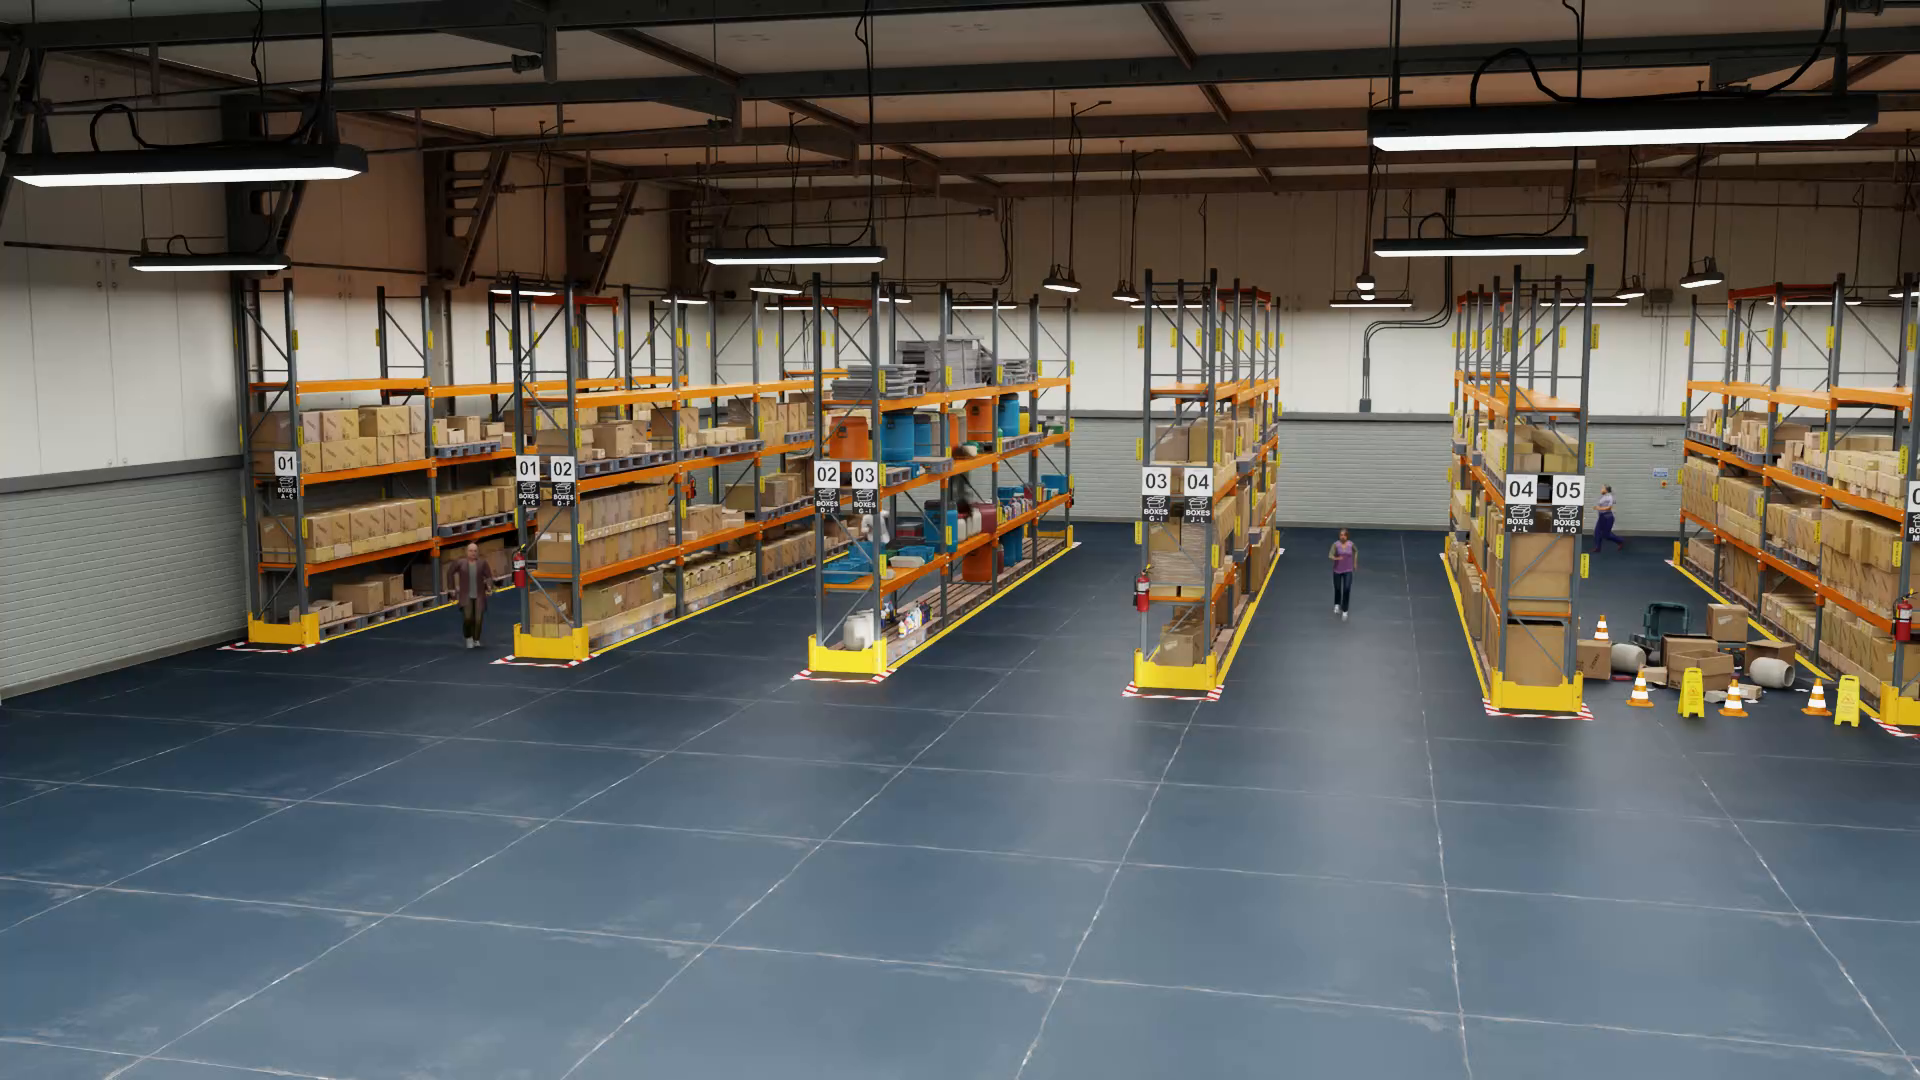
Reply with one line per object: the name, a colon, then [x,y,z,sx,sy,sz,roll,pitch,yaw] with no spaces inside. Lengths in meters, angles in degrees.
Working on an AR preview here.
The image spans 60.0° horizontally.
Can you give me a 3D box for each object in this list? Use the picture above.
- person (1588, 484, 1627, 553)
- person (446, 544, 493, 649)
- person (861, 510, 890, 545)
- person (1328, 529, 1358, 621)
person: [15.210,-0.496,39.064,0.829,1.626,0.615,1,7,8]
person: [-7.906,0.919,26.943,0.701,1.727,0.756,-3,8,-26]
person: [-1.763,-0.024,35.737,0.725,1.498,1.042,-1,7,-5]
person: [6.908,0.604,30.021,0.537,1.611,0.809,1,7,9]
